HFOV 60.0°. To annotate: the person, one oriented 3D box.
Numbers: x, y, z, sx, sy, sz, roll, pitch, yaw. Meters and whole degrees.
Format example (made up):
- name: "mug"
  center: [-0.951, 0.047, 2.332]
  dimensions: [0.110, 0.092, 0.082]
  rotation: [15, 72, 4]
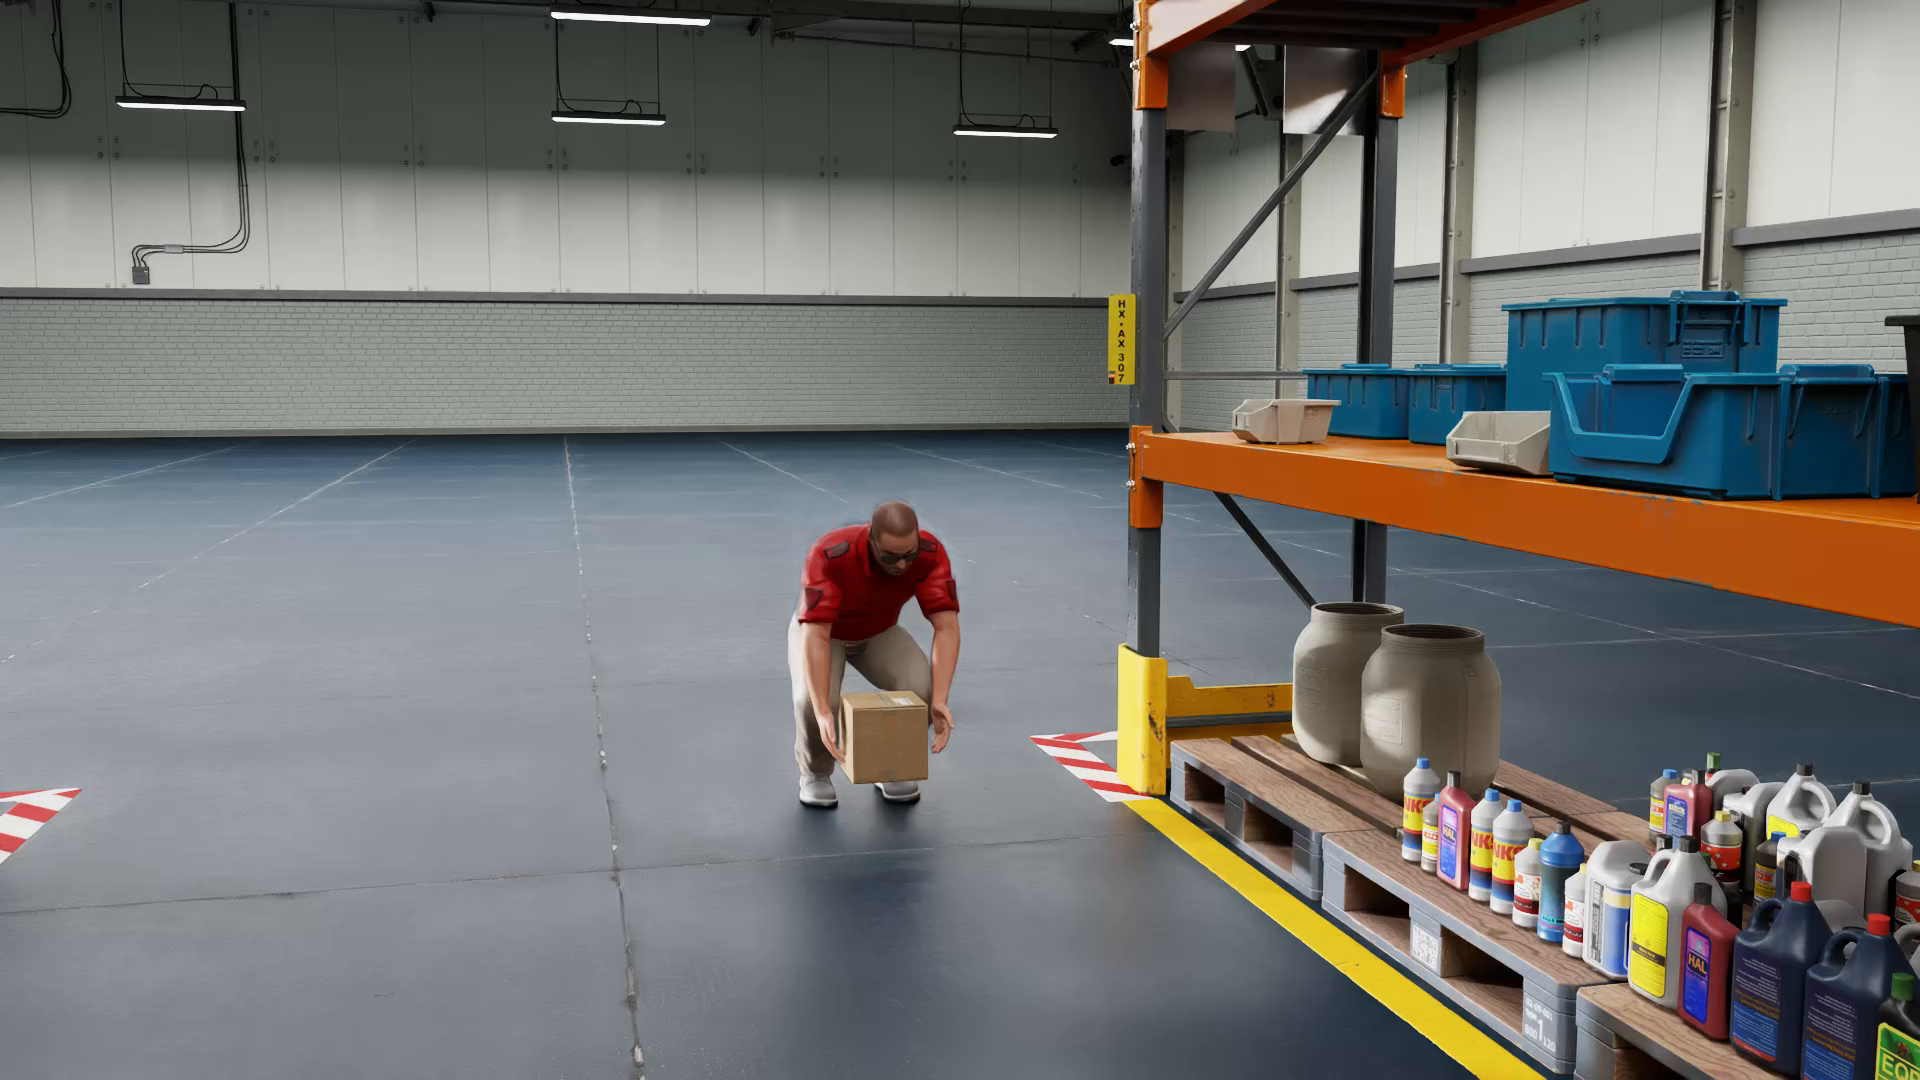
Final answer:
- name: "person"
  center: [-0.315, 0.427, 5.847]
  dimensions: [0.569, 1.029, 0.870]
  rotation: [-2, 6, -14]
